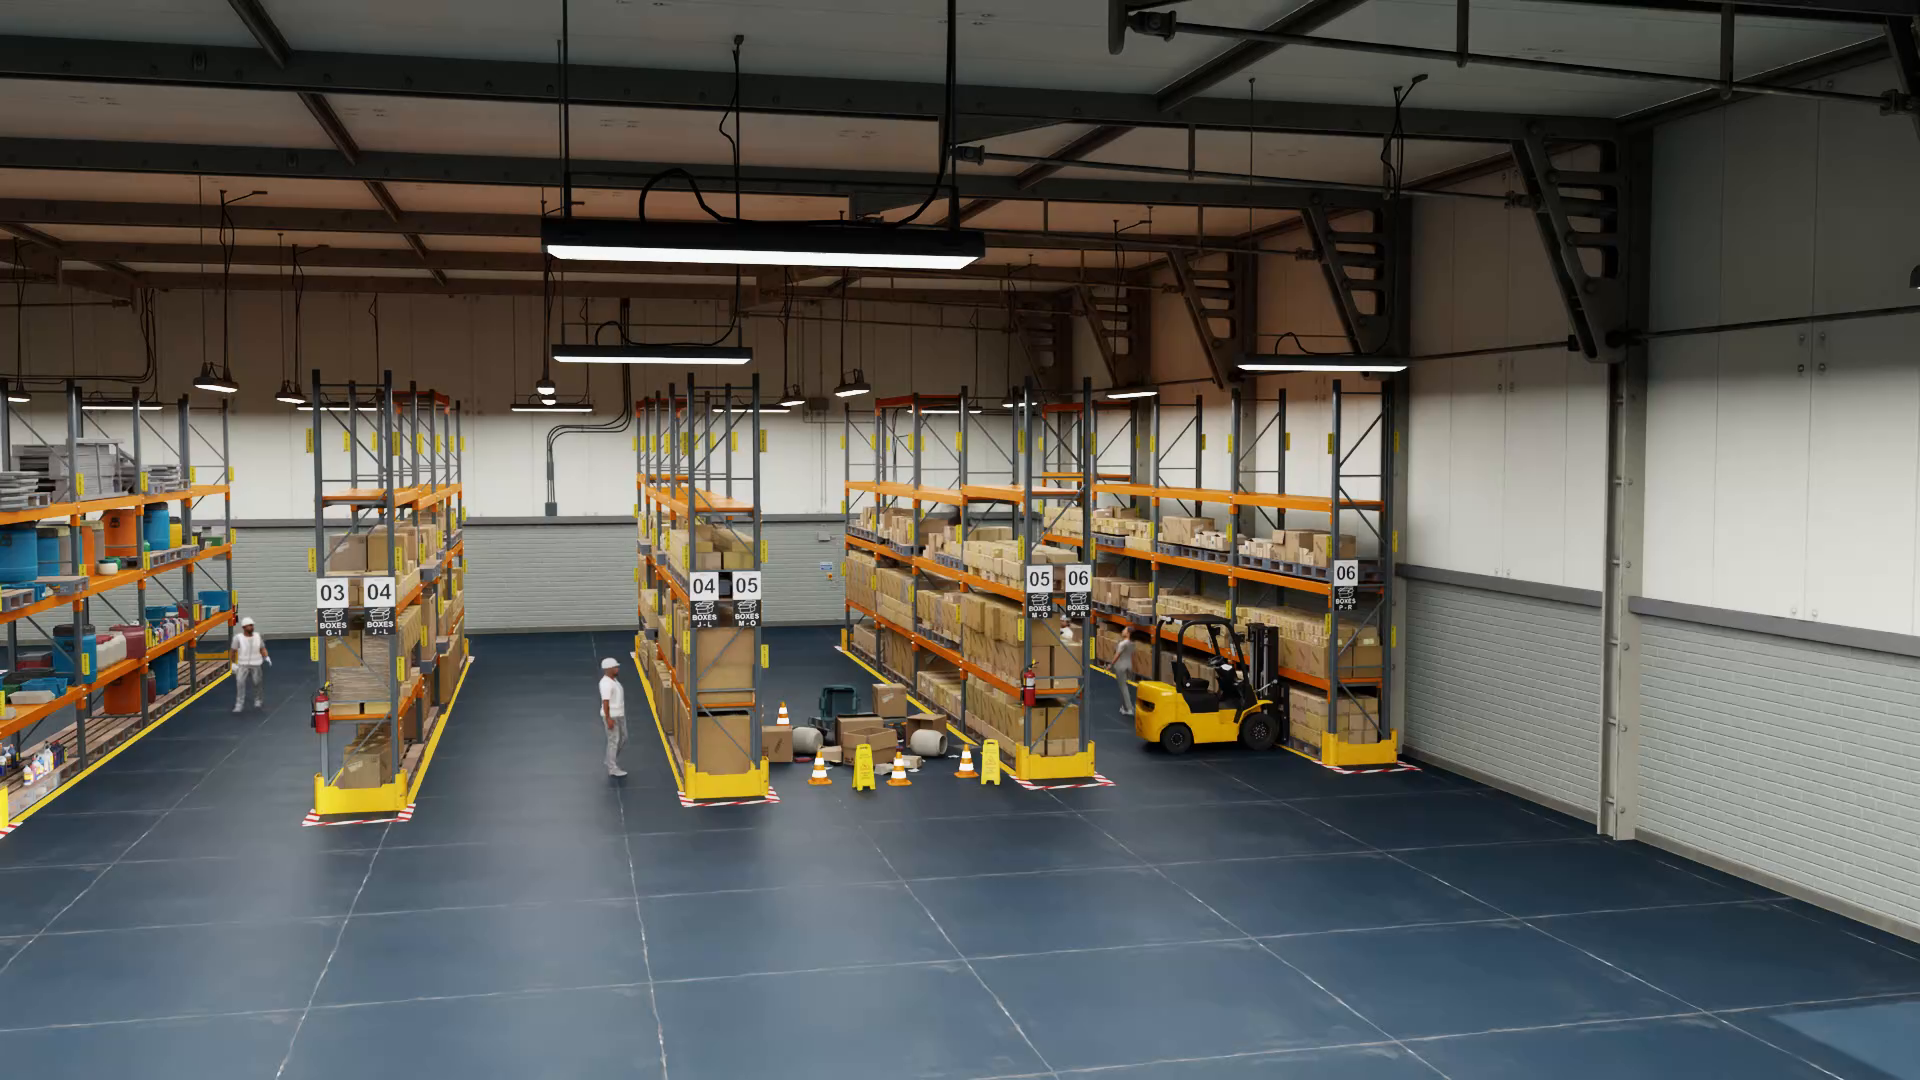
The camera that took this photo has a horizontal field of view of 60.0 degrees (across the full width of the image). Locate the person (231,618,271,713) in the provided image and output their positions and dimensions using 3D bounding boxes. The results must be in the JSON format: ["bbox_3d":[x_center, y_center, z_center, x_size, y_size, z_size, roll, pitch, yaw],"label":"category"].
[{"bbox_3d":[-13.206,2.312,30.980,0.735,1.720,1.050,-1,3,-10],"label":"person"}]

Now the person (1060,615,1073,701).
[{"bbox_3d":[2.000,2.304,32.427,0.387,1.657,0.569,0,3,-5],"label":"person"}]

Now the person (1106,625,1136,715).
[{"bbox_3d":[2.997,2.406,30.625,0.523,1.679,0.582,-2,4,-32],"label":"person"}]

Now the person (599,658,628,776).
[{"bbox_3d":[-5.248,2.671,25.238,0.514,1.776,0.642,1,3,11],"label":"person"}]
